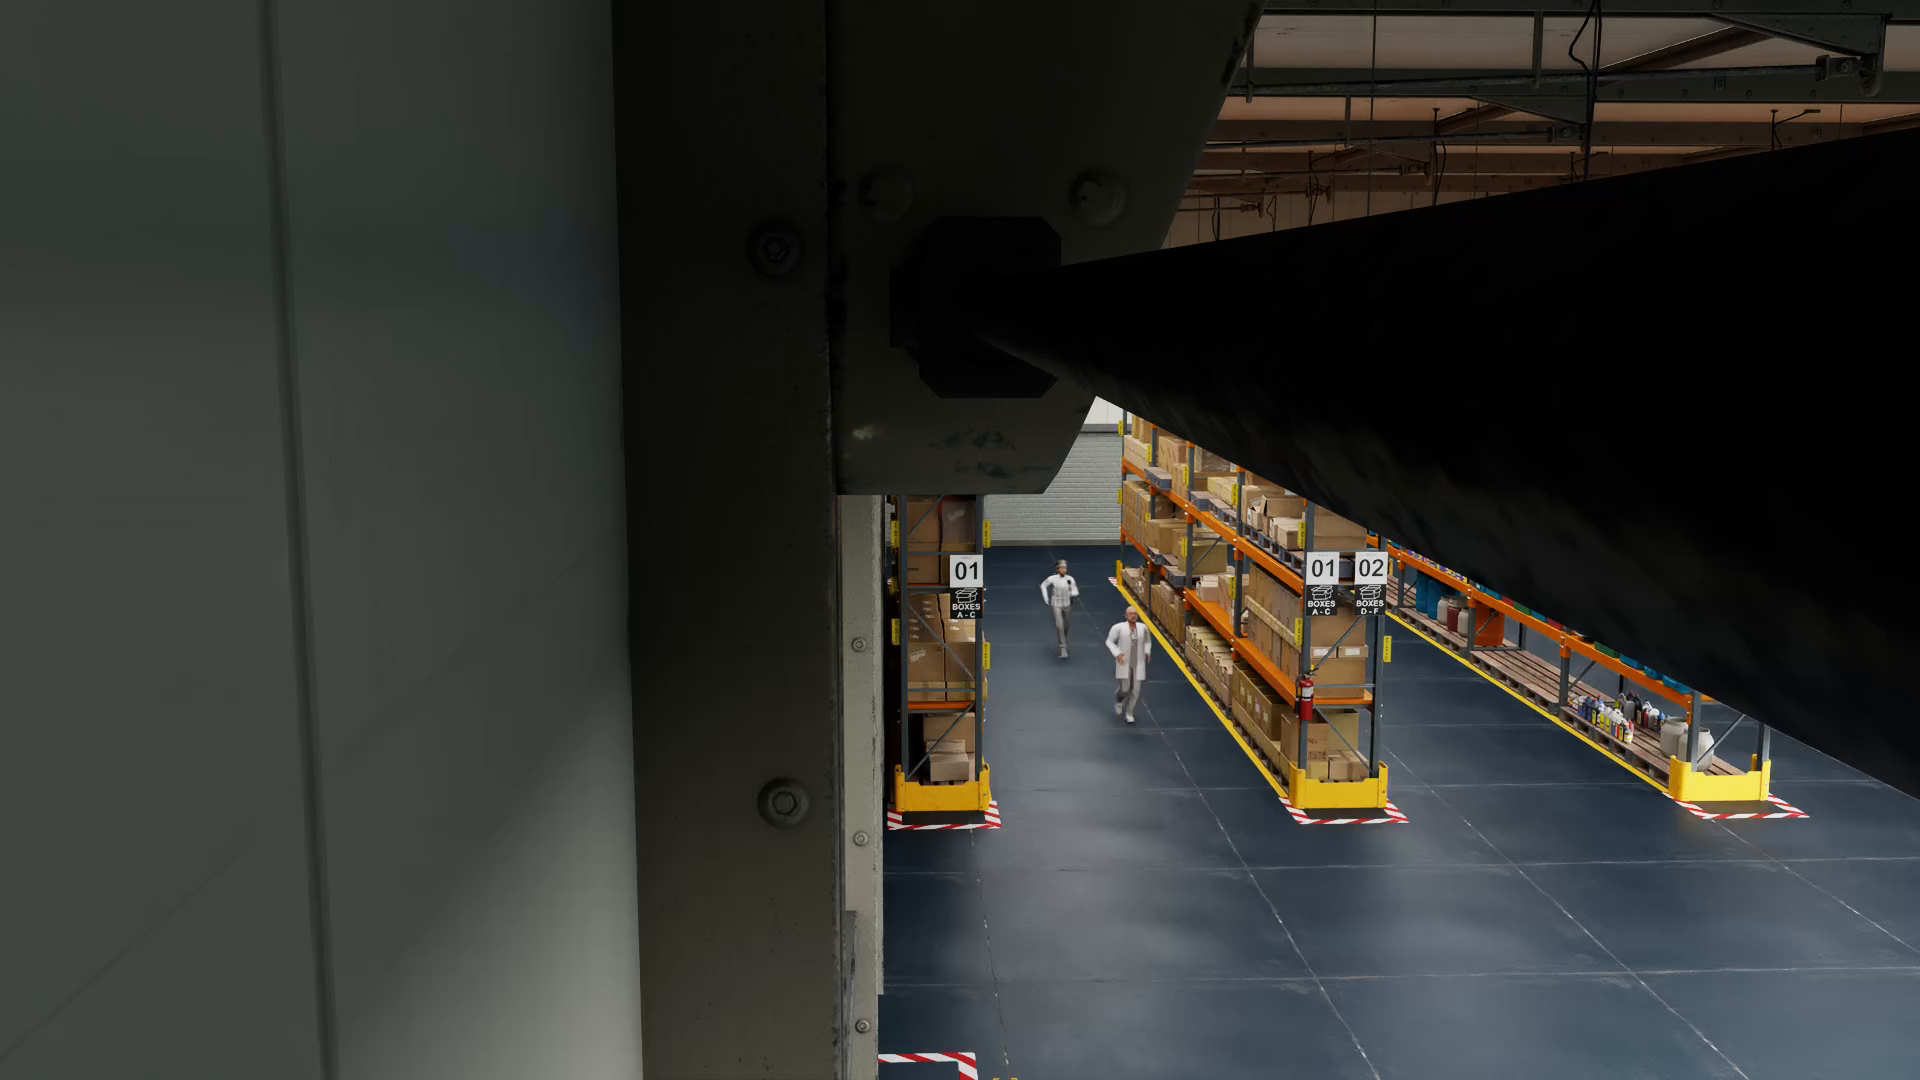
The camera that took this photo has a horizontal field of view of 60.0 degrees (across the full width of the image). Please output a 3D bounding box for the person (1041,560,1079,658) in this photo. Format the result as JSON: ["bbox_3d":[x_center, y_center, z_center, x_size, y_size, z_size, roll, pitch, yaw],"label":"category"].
[{"bbox_3d":[1.800,1.175,29.327,0.620,1.656,1.005,-2,9,-11],"label":"person"}]

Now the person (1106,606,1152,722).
[{"bbox_3d":[2.530,1.844,24.696,0.691,1.731,0.638,-2,9,-11],"label":"person"}]
